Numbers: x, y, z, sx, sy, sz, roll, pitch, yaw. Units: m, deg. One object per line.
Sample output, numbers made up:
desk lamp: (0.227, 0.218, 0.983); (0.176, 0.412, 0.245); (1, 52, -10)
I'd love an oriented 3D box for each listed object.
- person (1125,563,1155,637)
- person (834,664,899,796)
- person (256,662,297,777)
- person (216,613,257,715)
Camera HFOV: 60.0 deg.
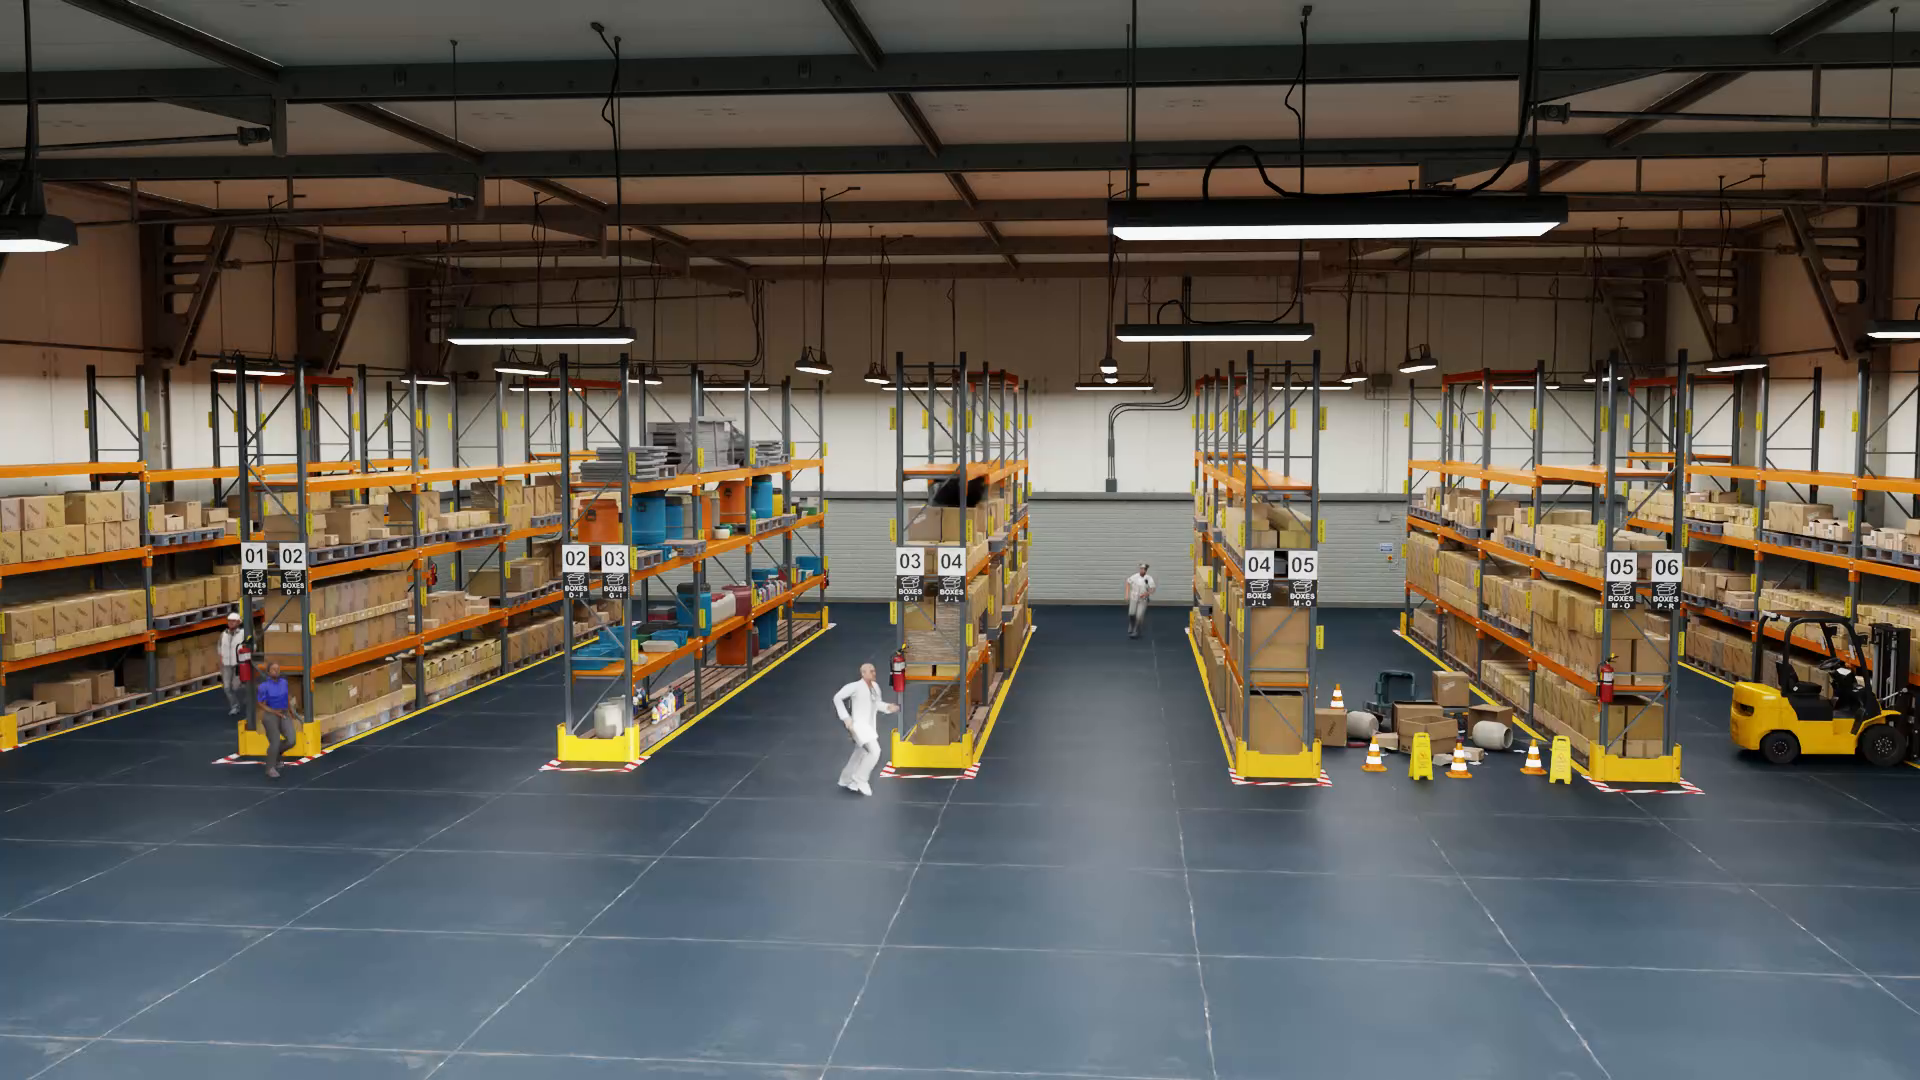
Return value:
person: (4.193, 1.391, 38.770); (0.702, 1.734, 0.575); (1, 4, 11)
person: (-1.288, 2.546, 22.301); (0.915, 1.781, 0.744); (2, 5, 30)
person: (-9.620, 2.534, 23.496); (0.538, 1.622, 0.577); (3, 5, 36)
person: (-12.452, 2.119, 28.566); (0.661, 1.731, 0.585); (0, 4, -1)
